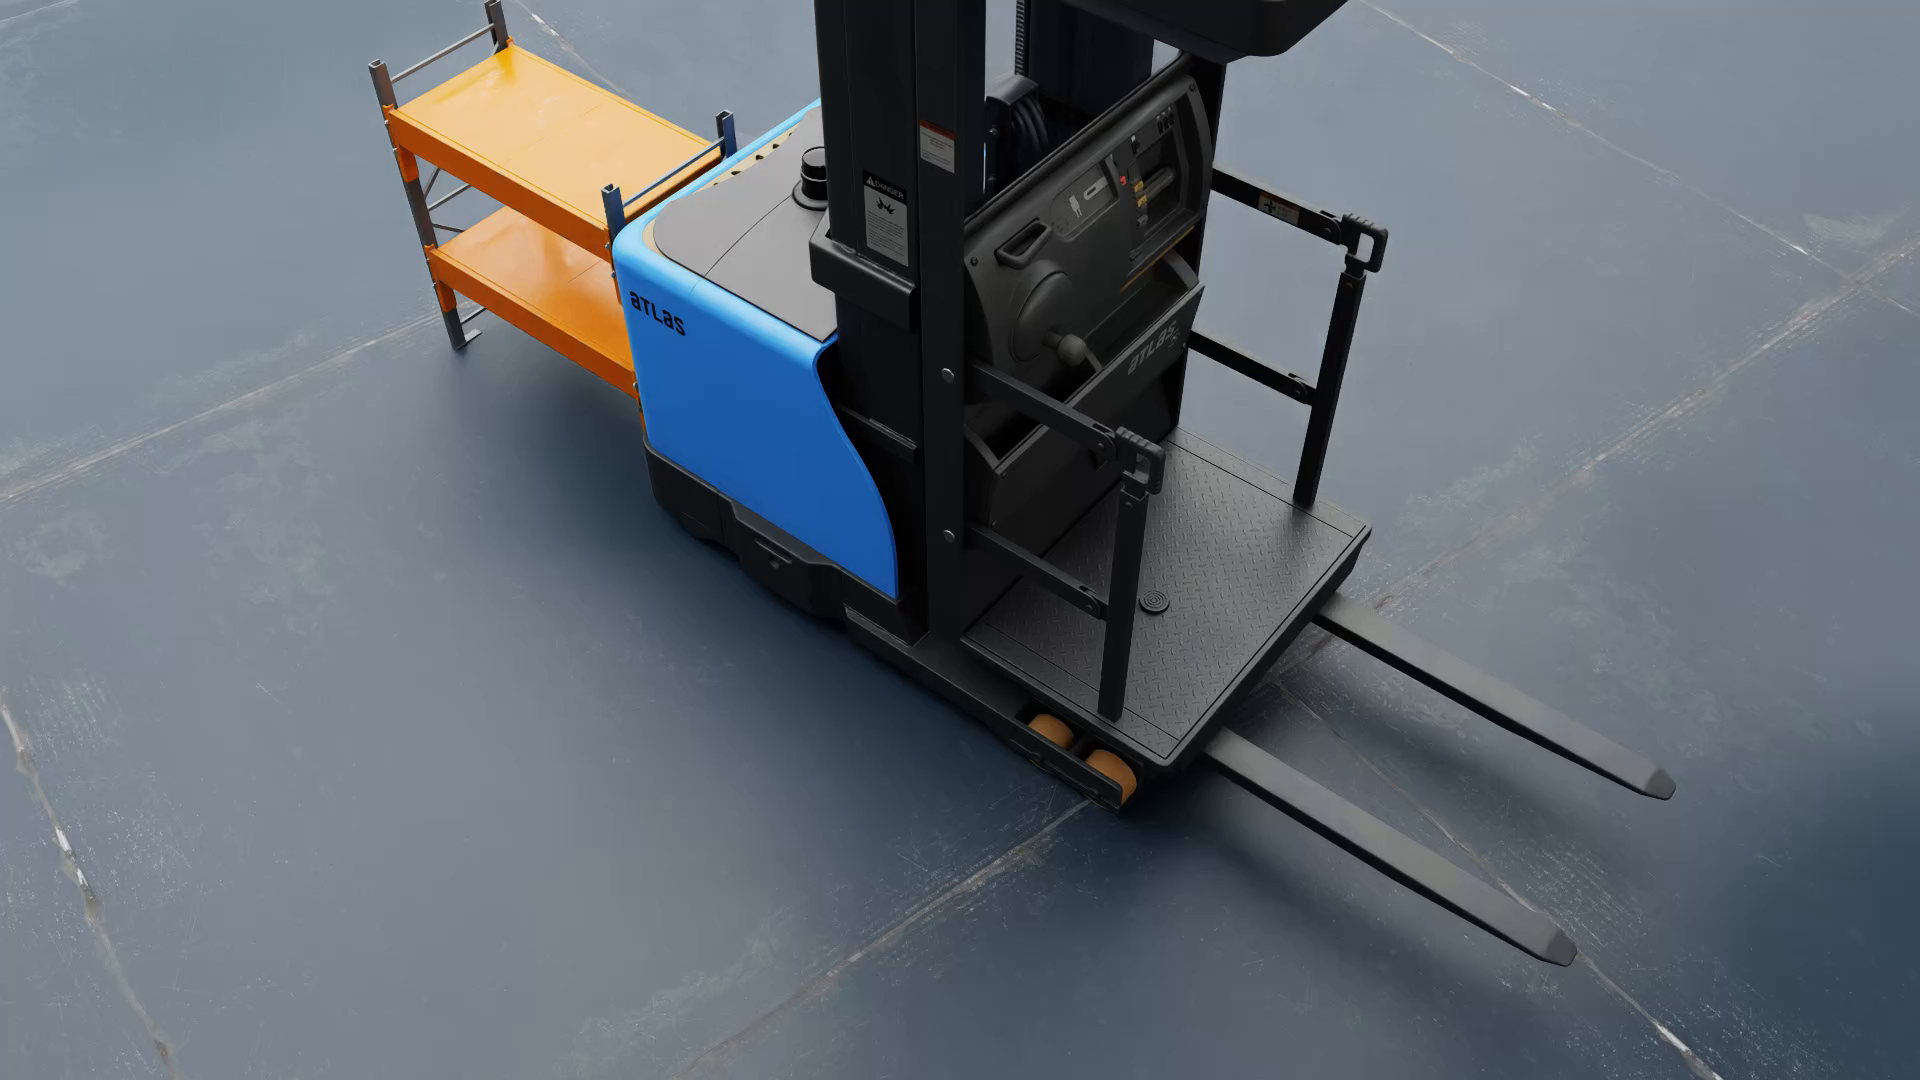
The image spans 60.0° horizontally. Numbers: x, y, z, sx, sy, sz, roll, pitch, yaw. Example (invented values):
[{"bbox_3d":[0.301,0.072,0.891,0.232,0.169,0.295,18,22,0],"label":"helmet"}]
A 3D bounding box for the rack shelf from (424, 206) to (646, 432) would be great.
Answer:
[{"bbox_3d":[-1.229,-0.803,5.549,1.000,0.278,0.538,30,55,25],"label":"rack shelf"}]

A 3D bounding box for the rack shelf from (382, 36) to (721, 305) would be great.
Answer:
[{"bbox_3d":[-1.229,-1.164,5.151,1.000,0.278,0.538,30,55,25],"label":"rack shelf"}]

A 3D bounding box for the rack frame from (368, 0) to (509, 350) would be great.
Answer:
[{"bbox_3d":[-1.628,-1.201,5.579,0.032,1.125,0.500,30,55,25],"label":"rack frame"}]

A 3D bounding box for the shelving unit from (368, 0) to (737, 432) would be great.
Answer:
[{"bbox_3d":[-1.229,-0.967,5.367,1.048,1.125,0.538,30,55,25],"label":"shelving unit"}]

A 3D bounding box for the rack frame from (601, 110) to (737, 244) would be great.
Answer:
[{"bbox_3d":[-0.831,-0.733,5.156,0.032,1.125,0.500,30,55,25],"label":"rack frame"}]

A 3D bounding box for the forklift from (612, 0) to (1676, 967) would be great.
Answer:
[{"bbox_3d":[0.491,-0.695,3.902,3.031,2.935,1.130,30,55,25],"label":"forklift"}]
